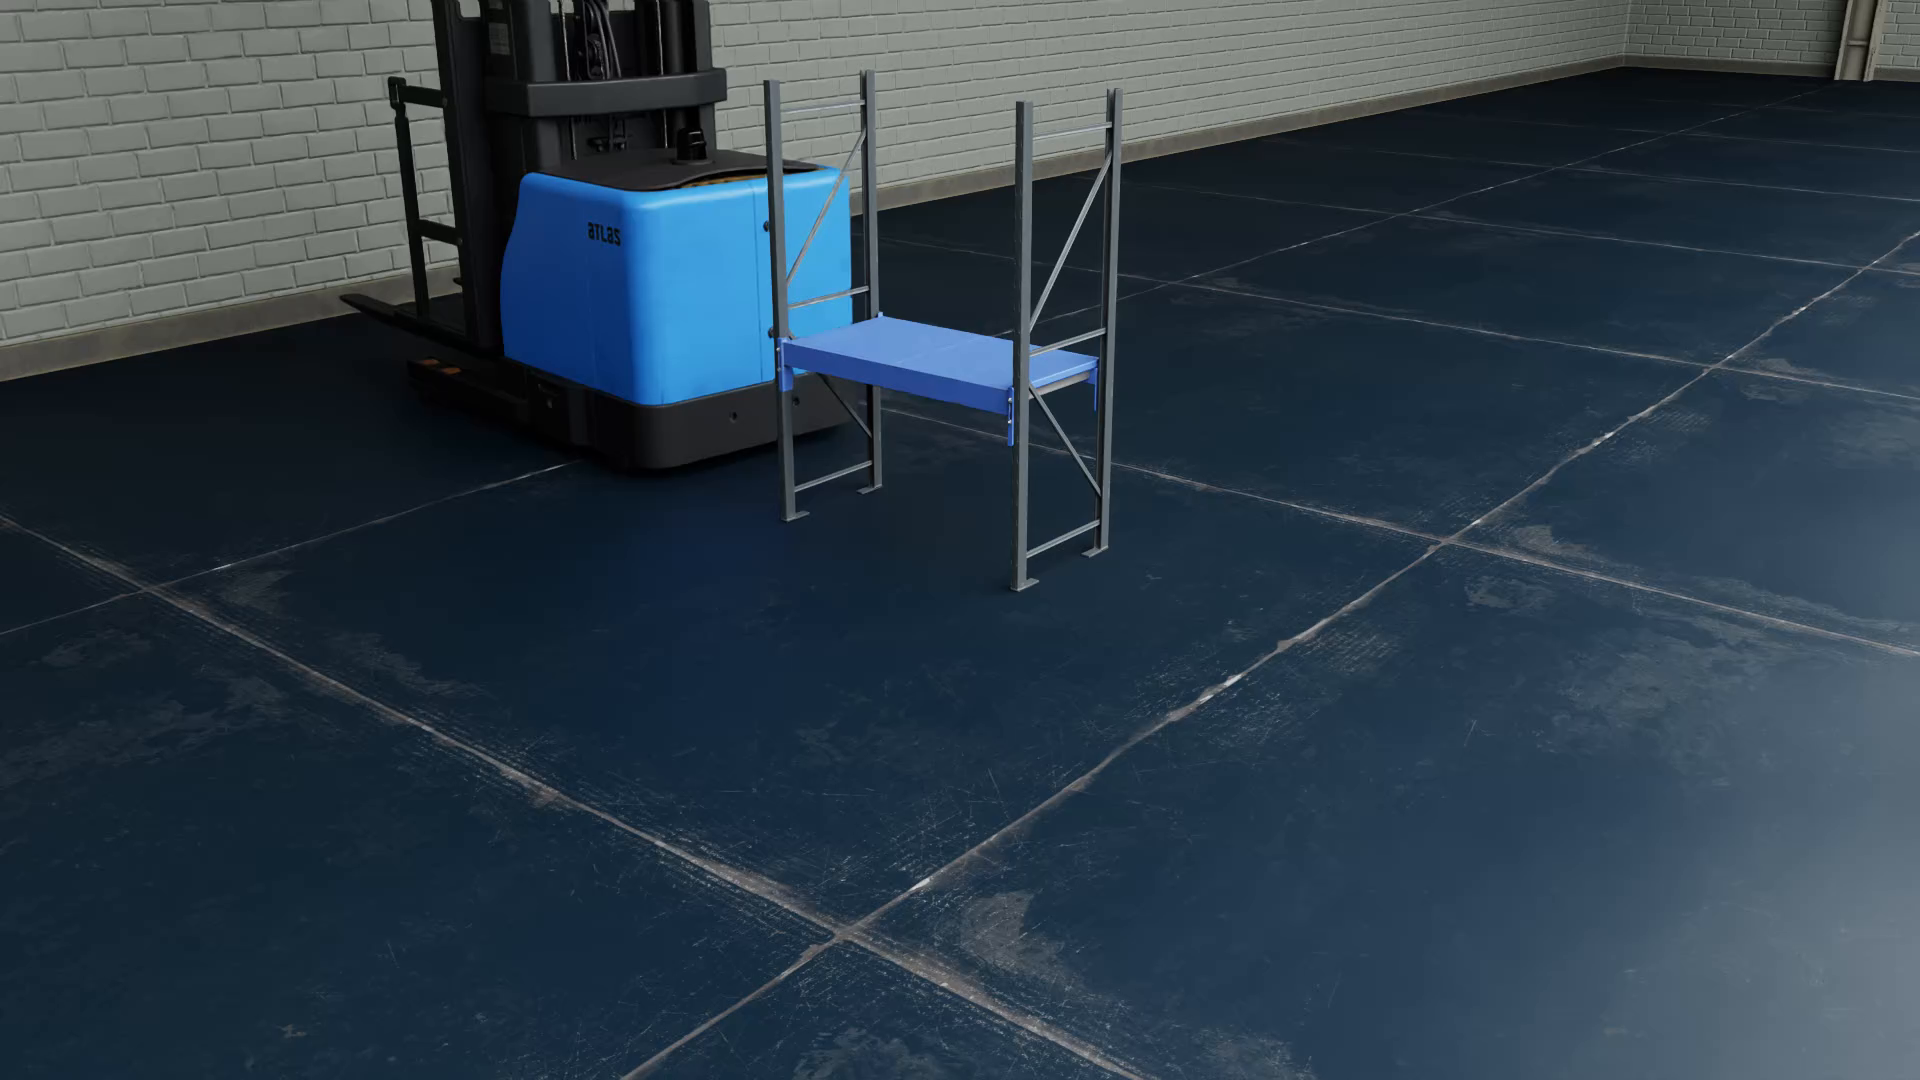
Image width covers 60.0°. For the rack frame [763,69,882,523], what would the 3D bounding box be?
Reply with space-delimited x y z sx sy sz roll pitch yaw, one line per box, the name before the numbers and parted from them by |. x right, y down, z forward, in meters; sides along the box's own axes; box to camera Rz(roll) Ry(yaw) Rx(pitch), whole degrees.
rack frame | -0.460 -0.834 5.755 0.032 1.500 0.500 16 26 36

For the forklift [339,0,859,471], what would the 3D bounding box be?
forklift | -1.794 -2.066 6.994 1.130 2.935 3.031 -19 27 -40

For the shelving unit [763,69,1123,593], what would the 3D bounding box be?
shelving unit | -0.066 -0.721 5.454 1.048 1.500 0.538 16 26 36

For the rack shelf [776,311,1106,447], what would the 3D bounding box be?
rack shelf | -0.066 -0.552 5.517 1.000 0.185 0.538 16 26 36

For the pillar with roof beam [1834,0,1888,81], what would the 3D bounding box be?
pillar with roof beam | 8.739 -8.941 16.626 0.400 9.000 9.100 16 26 36

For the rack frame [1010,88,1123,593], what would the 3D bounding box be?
rack frame | 0.328 -0.607 5.153 0.032 1.500 0.500 16 26 36
